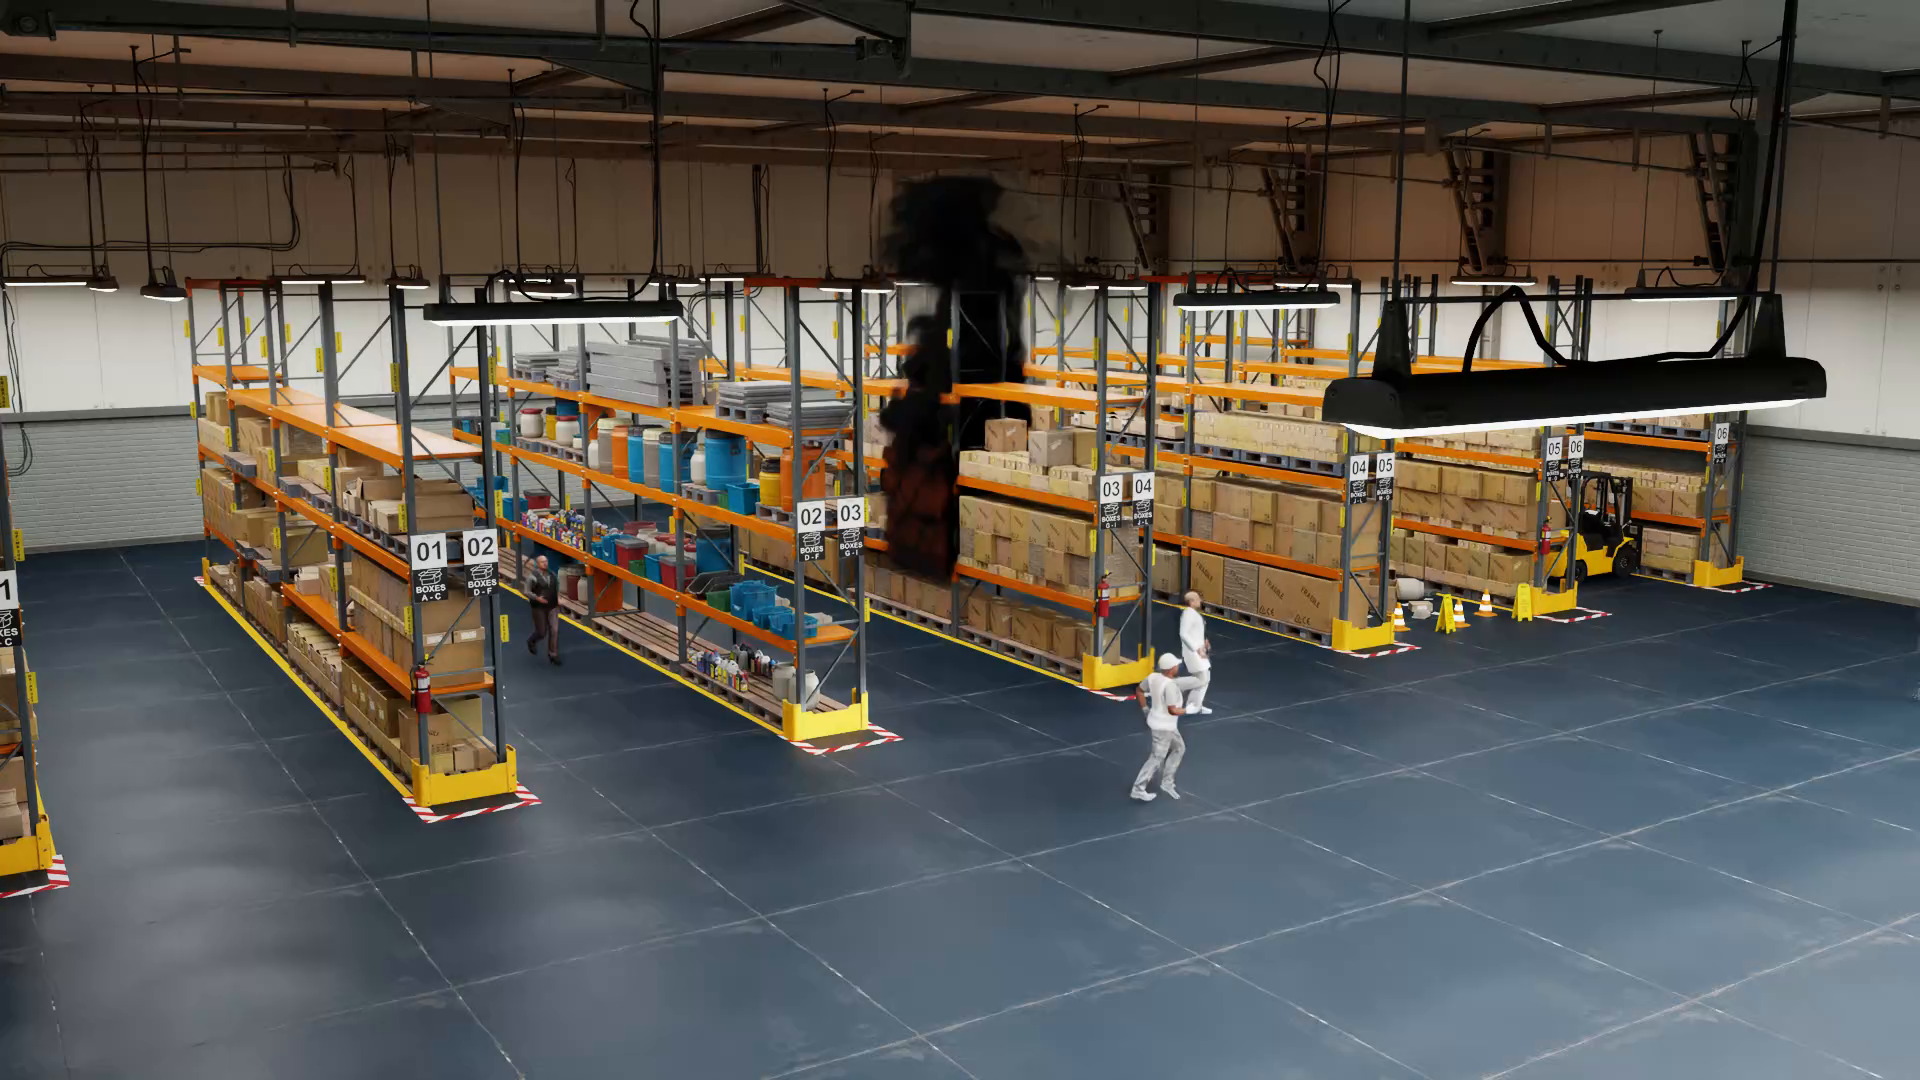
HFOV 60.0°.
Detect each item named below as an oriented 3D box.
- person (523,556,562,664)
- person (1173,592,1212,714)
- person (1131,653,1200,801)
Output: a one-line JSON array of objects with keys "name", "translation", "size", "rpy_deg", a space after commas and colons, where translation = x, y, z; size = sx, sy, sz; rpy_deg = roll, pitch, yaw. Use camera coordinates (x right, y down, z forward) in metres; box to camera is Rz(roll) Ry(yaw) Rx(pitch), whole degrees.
[{"name": "person", "translation": [-6.581, 1.089, 26.323], "size": [0.670, 1.695, 0.880], "rpy_deg": [-9, 13, -42]}, {"name": "person", "translation": [3.231, 1.583, 23.463], "size": [0.681, 1.740, 0.726], "rpy_deg": [2, 10, 9]}, {"name": "person", "translation": [2.401, 2.219, 19.505], "size": [0.805, 1.817, 0.619], "rpy_deg": [-1, 10, -5]}]
